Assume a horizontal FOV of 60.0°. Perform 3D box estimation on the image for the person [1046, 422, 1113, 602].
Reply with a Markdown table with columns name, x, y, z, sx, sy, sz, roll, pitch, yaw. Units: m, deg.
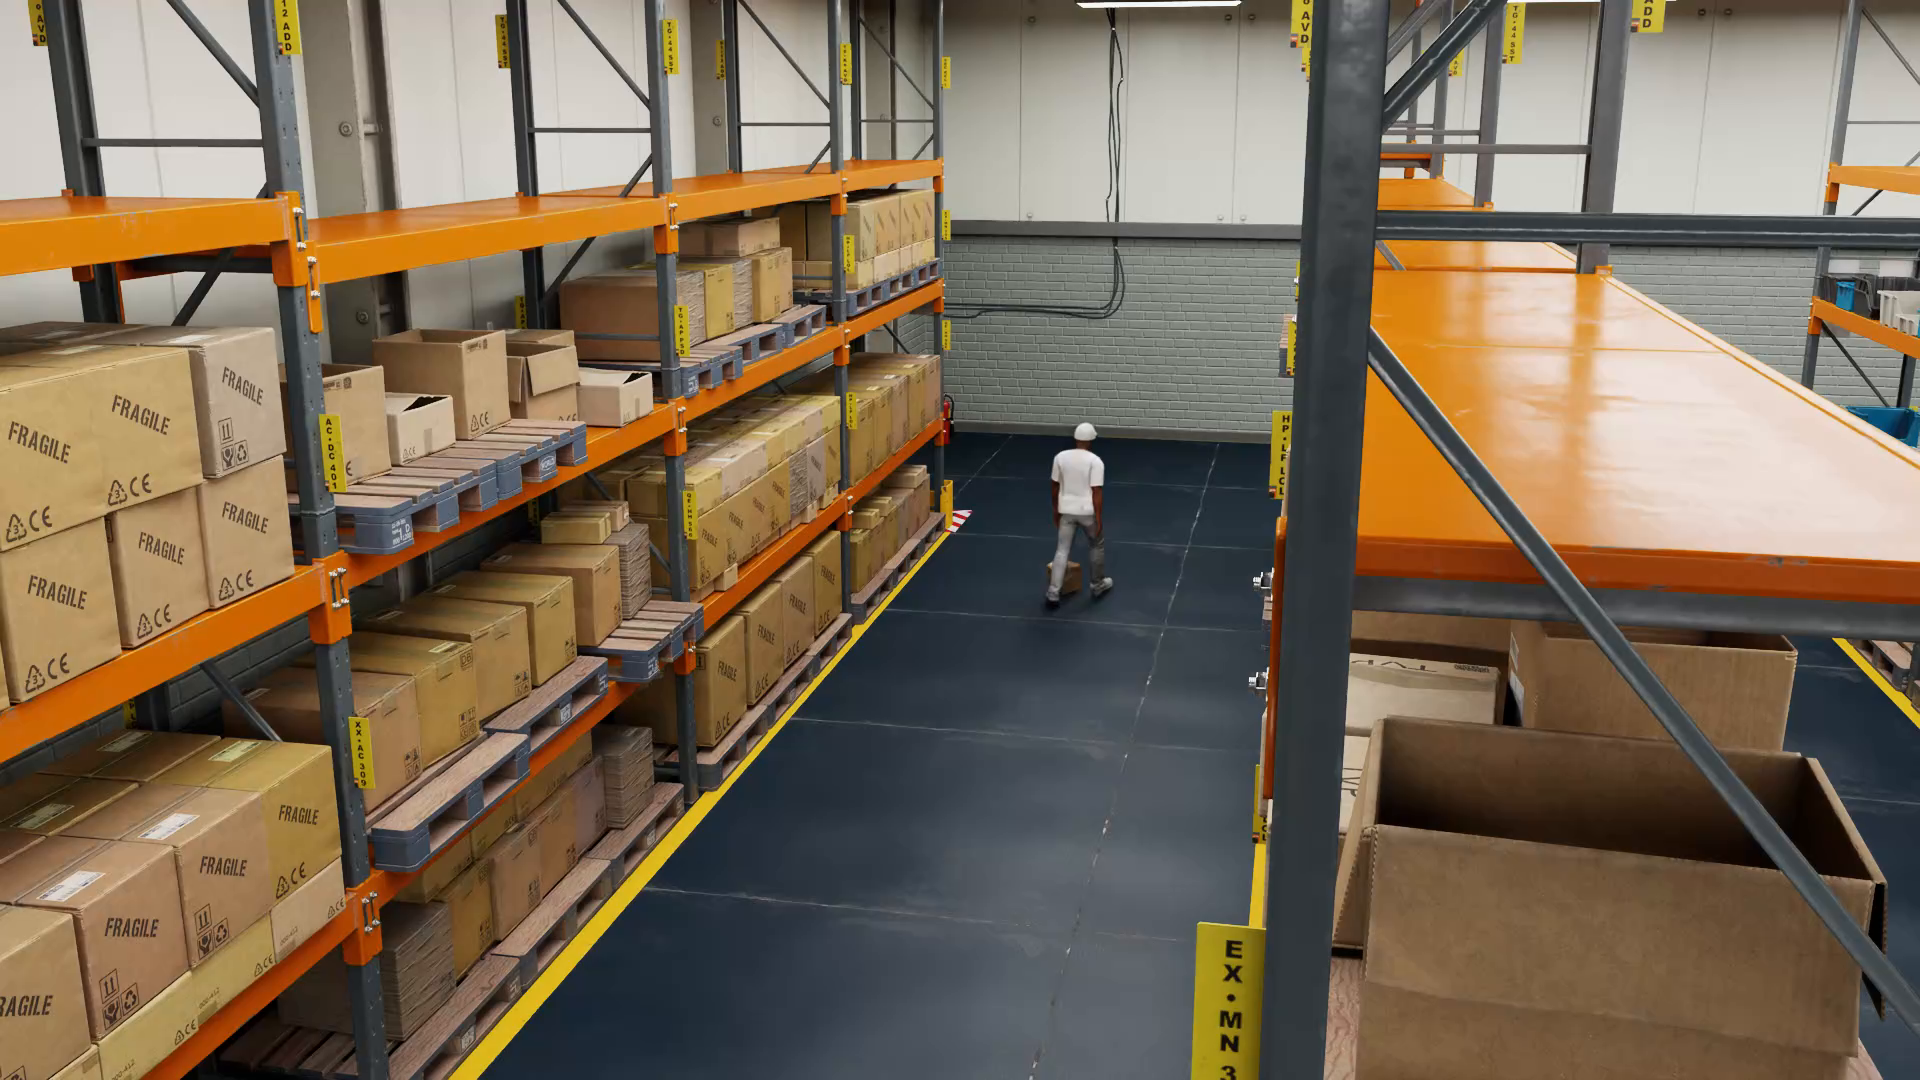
| name | x | y | z | sx | sy | sz | roll | pitch | yaw |
| --- | --- | --- | --- | --- | --- | --- | --- | --- | --- |
| person | 1.131 | -0.267 | 16.046 | 0.593 | 1.727 | 0.944 | 7 | 16 | 26 |
